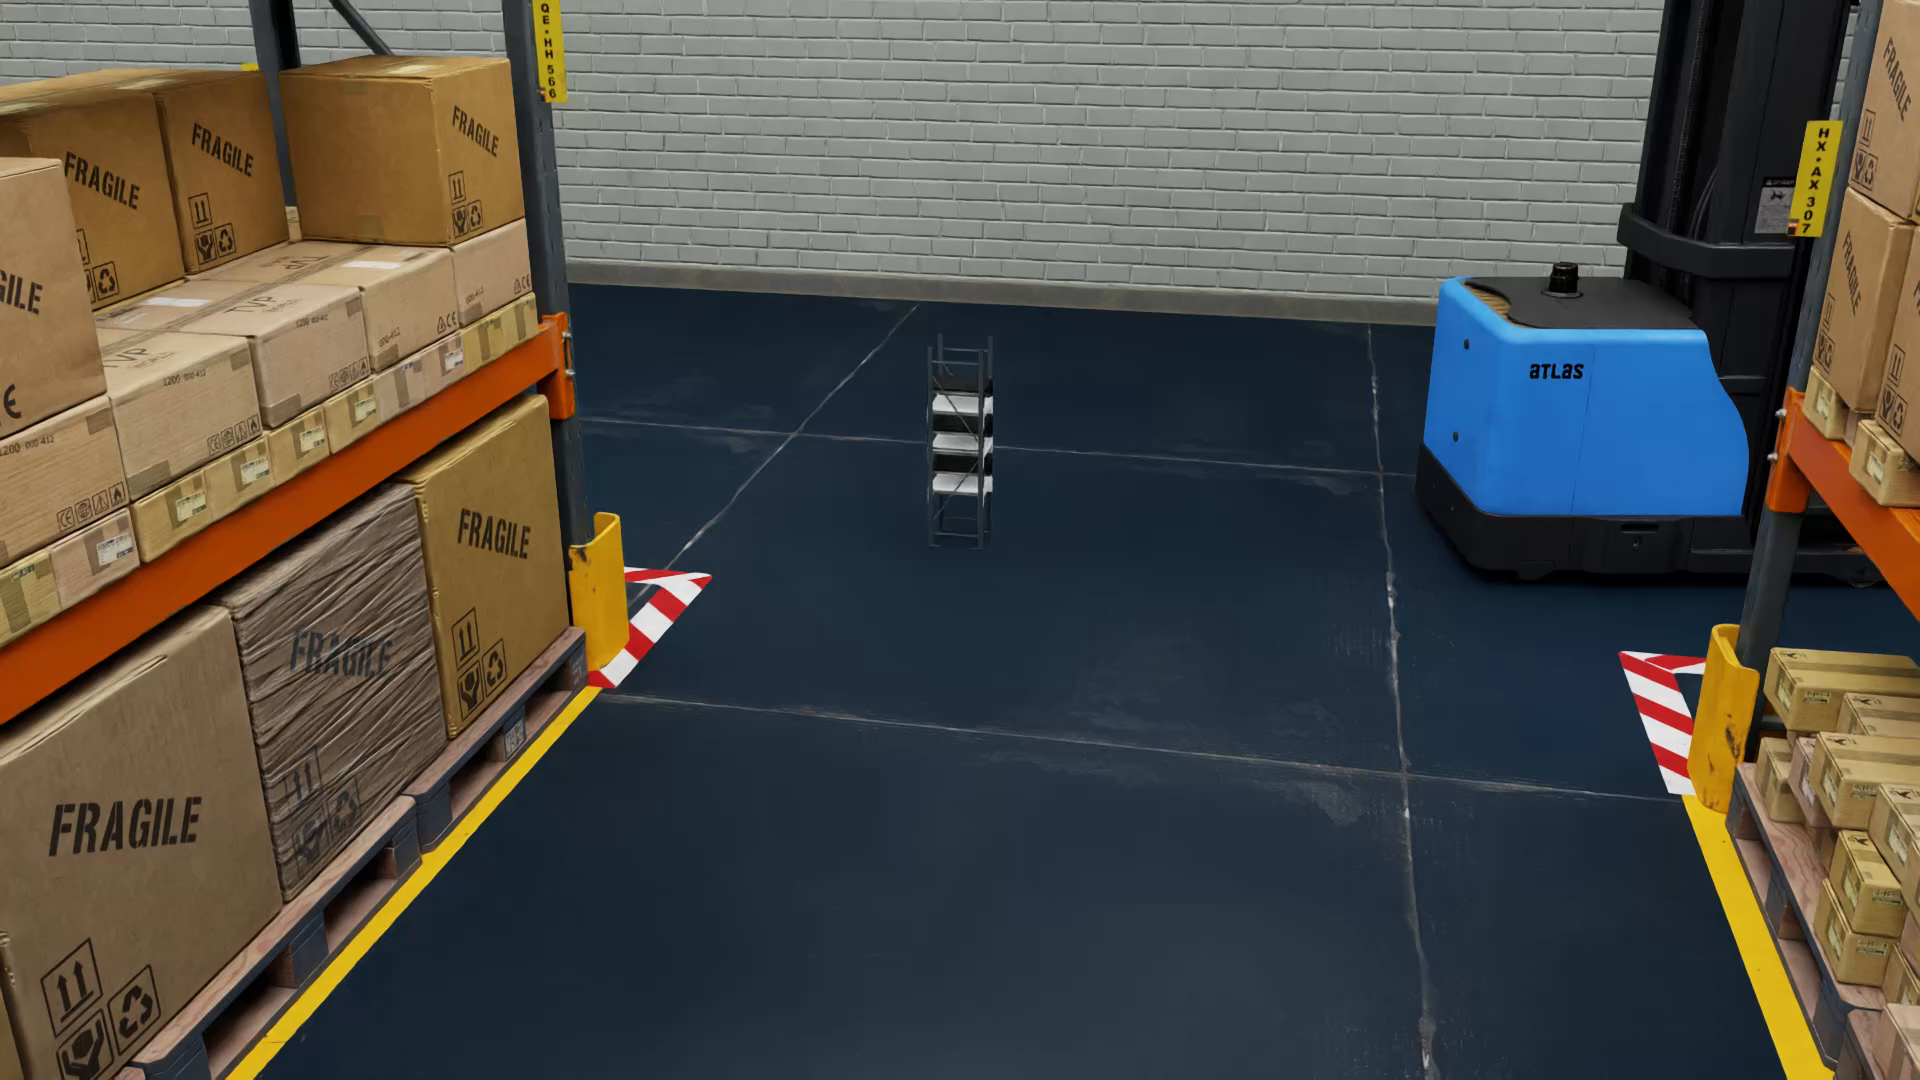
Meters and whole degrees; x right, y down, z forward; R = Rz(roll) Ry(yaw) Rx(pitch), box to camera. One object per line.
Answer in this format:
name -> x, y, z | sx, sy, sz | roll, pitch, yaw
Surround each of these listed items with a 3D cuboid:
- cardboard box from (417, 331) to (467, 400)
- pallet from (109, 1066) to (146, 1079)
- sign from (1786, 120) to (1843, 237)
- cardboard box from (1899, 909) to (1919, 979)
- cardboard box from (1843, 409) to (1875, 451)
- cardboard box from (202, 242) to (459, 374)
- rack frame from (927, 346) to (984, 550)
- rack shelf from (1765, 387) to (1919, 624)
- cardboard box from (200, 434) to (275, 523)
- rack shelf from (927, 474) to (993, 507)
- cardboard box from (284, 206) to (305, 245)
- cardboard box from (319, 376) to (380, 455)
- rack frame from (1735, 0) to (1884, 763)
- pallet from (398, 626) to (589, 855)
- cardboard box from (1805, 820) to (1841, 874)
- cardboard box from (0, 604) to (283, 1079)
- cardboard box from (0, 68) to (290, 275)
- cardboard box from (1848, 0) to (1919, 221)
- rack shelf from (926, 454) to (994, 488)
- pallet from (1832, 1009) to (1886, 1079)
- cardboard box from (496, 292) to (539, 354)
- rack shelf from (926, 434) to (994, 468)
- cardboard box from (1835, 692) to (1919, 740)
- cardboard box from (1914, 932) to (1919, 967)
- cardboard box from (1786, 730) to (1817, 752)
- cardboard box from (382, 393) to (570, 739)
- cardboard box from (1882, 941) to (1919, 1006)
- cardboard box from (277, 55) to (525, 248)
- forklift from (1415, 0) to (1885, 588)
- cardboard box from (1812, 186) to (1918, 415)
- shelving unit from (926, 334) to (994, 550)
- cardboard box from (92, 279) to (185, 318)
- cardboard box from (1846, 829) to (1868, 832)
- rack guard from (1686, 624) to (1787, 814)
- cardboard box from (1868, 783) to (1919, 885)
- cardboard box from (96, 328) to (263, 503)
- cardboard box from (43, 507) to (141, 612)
cardboard box -> -1.726, -0.538, 5.012 | 0.380, 0.149, 0.250 | 5, 22, 11
pallet -> -2.456, 1.487, 3.380 | 1.003, 0.211, 1.213 | 4, 22, 11
sign -> 2.432, -1.025, 4.726 | 0.100, 0.325, 0.005 | 4, 22, 11
cardboard box -> 2.411, 0.961, 3.808 | 0.380, 0.149, 0.250 | 3, 22, 8
cardboard box -> 2.565, -0.276, 4.361 | 0.380, 0.149, 0.250 | 5, 23, 13
cardboard box -> -1.815, -0.683, 4.837 | 0.500, 0.250, 0.500 | 4, 22, 10
rack frame -> -0.019, -0.383, 7.101 | 0.240, 0.900, 0.006 | 4, 22, 11
rack shelf -> 2.555, 0.483, 3.103 | 1.077, 0.370, 4.000 | 4, 22, 11
cardboard box -> -1.934, -0.167, 4.089 | 0.380, 0.149, 0.250 | 5, 22, 12
rack shelf -> 0.002, -0.223, 7.273 | 0.258, 0.077, 0.200 | 4, 22, 11
cardboard box -> -2.234, -0.911, 5.403 | 0.500, 0.250, 0.500 | 4, 22, 9
cardboard box -> -1.829, -0.352, 4.549 | 0.380, 0.149, 0.250 | 4, 22, 10
rack frame -> 2.963, -0.583, 4.785 | 1.000, 3.000, 0.127 | 4, 22, 11
pallet -> -1.958, 0.594, 5.596 | 1.003, 0.211, 1.213 | 4, 22, 11
cardboard box -> 2.570, 0.814, 4.571 | 0.380, 0.149, 0.250 | 4, 22, 11
cardboard box -> -2.291, 0.692, 3.903 | 0.875, 0.875, 0.875 | 4, 22, 11
cardboard box -> -2.336, -1.076, 4.809 | 0.500, 0.500, 0.500 | 4, 22, 10
cardboard box -> 2.612, -1.087, 4.167 | 0.500, 0.500, 0.500 | 4, 22, 11
rack shelf -> 0.002, -0.306, 7.239 | 0.258, 0.077, 0.200 | 4, 22, 11
pallet -> 2.496, 1.478, 3.401 | 1.003, 0.211, 1.213 | 4, 22, 11
cardboard box -> -1.622, -0.726, 5.477 | 0.380, 0.149, 0.250 | 5, 22, 12
rack shelf -> 0.002, -0.389, 7.205 | 0.258, 0.077, 0.200 | 4, 22, 11
cardboard box -> 2.585, 0.545, 4.443 | 0.380, 0.149, 0.250 | 5, 22, 12
cardboard box -> 2.275, 0.918, 3.518 | 0.380, 0.149, 0.250 | 5, 22, 12
cardboard box -> 2.605, 0.579, 4.756 | 0.380, 0.149, 0.250 | 5, 23, 13
cardboard box -> -1.924, 0.033, 5.538 | 0.875, 0.875, 0.875 | 4, 22, 11
cardboard box -> 2.408, 1.091, 3.883 | 0.380, 0.149, 0.250 | 5, 22, 11
cardboard box -> -1.714, -1.216, 5.156 | 0.500, 0.500, 0.500 | 5, 22, 12
forklift -> 3.631, -1.363, 6.814 | 3.031, 2.935, 1.130 | 0, 22, 0
cardboard box -> 2.601, -0.624, 4.355 | 0.500, 0.500, 0.500 | 6, 23, 13
shelving unit -> 0.002, -0.420, 7.193 | 0.258, 0.900, 0.210 | 4, 22, 11
cardboard box -> -2.440, -0.537, 4.474 | 0.500, 0.250, 0.500 | 4, 22, 9
cardboard box -> 2.531, 0.771, 4.279 | 0.380, 0.149, 0.250 | 5, 22, 12
rack guard -> 2.948, 0.605, 5.183 | 1.175, 0.500, 0.348 | 4, 22, 11
cardboard box -> 2.439, 0.724, 3.998 | 0.380, 0.149, 0.250 | 3, 22, 8
cardboard box -> -2.021, -0.306, 3.901 | 0.500, 0.250, 0.500 | 4, 22, 11
cardboard box -> -2.038, 0.025, 3.613 | 0.380, 0.149, 0.250 | 5, 22, 12
